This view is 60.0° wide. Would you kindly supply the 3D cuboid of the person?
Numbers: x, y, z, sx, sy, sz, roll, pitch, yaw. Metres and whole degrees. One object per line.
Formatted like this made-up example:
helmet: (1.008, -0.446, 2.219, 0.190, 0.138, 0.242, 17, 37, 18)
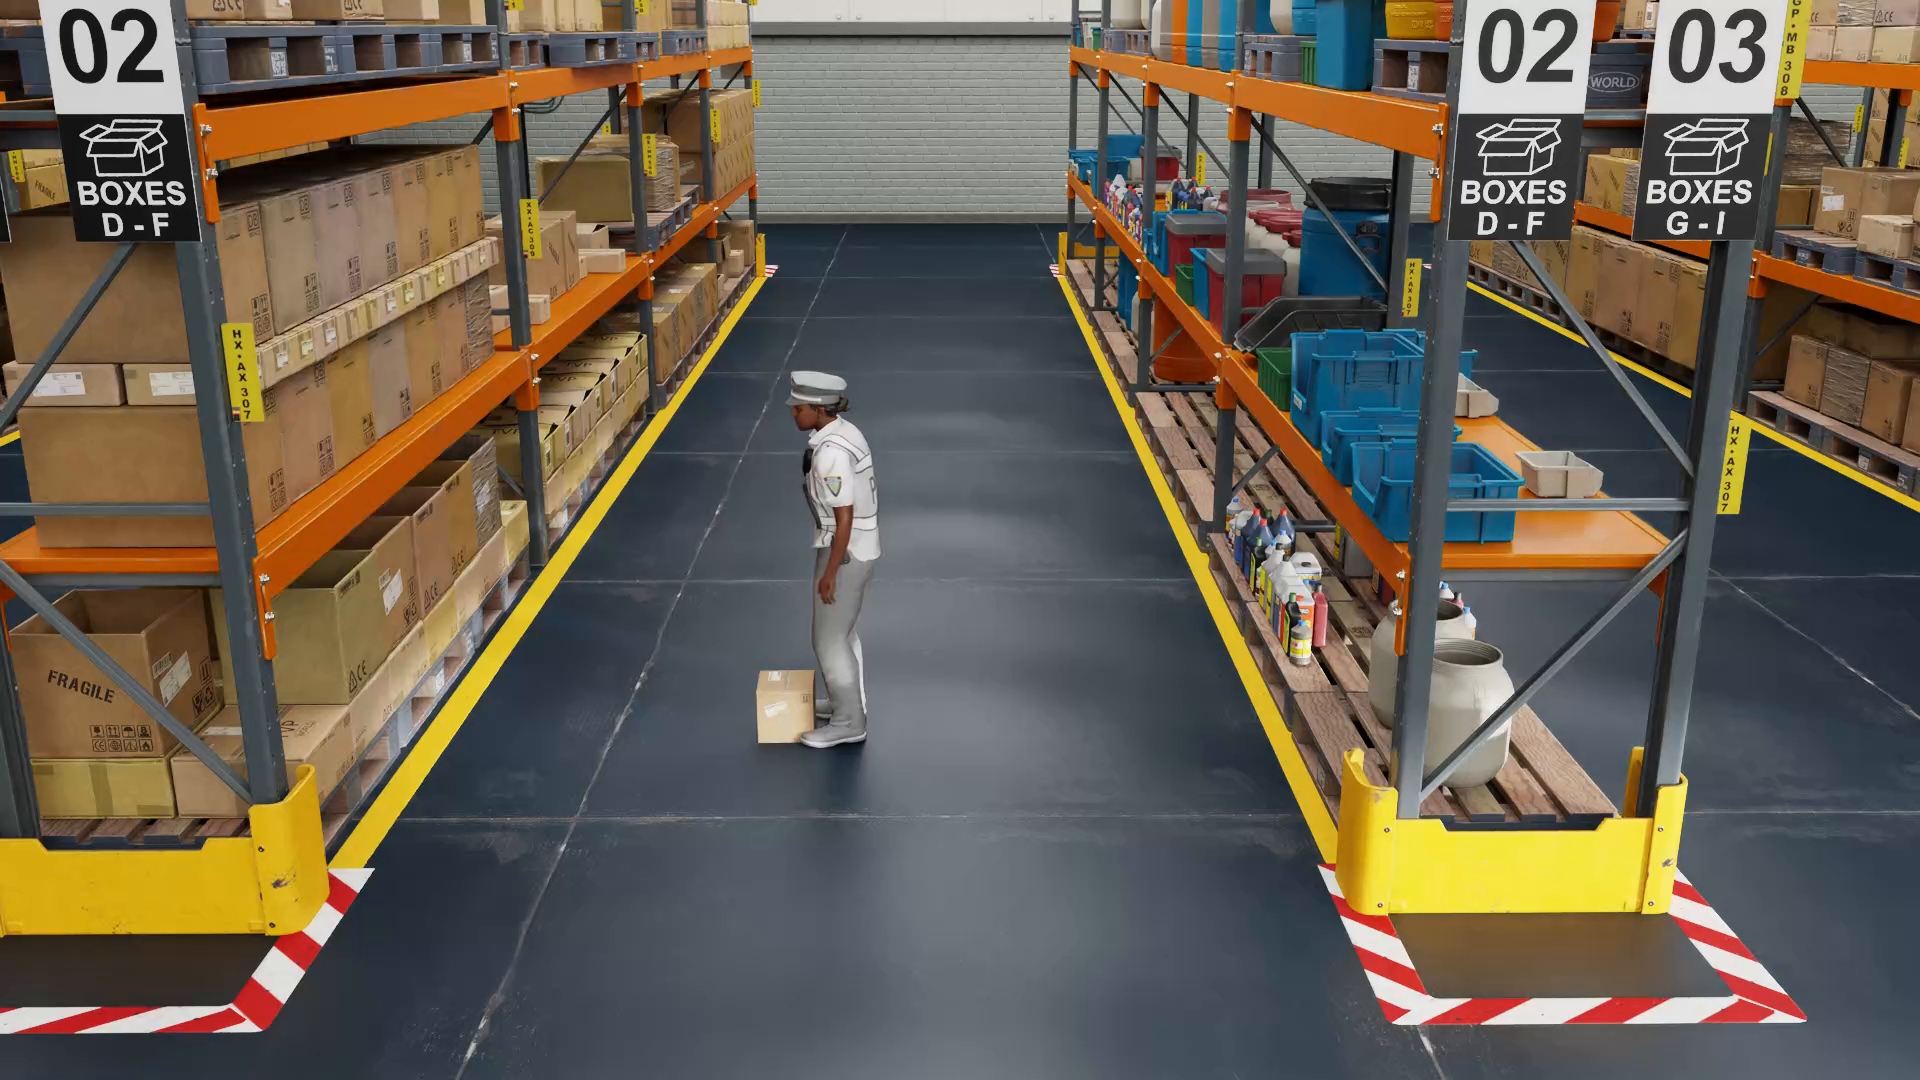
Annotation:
person: (-0.547, 0.073, 7.304, 0.391, 1.664, 0.532, -1, 17, -4)
